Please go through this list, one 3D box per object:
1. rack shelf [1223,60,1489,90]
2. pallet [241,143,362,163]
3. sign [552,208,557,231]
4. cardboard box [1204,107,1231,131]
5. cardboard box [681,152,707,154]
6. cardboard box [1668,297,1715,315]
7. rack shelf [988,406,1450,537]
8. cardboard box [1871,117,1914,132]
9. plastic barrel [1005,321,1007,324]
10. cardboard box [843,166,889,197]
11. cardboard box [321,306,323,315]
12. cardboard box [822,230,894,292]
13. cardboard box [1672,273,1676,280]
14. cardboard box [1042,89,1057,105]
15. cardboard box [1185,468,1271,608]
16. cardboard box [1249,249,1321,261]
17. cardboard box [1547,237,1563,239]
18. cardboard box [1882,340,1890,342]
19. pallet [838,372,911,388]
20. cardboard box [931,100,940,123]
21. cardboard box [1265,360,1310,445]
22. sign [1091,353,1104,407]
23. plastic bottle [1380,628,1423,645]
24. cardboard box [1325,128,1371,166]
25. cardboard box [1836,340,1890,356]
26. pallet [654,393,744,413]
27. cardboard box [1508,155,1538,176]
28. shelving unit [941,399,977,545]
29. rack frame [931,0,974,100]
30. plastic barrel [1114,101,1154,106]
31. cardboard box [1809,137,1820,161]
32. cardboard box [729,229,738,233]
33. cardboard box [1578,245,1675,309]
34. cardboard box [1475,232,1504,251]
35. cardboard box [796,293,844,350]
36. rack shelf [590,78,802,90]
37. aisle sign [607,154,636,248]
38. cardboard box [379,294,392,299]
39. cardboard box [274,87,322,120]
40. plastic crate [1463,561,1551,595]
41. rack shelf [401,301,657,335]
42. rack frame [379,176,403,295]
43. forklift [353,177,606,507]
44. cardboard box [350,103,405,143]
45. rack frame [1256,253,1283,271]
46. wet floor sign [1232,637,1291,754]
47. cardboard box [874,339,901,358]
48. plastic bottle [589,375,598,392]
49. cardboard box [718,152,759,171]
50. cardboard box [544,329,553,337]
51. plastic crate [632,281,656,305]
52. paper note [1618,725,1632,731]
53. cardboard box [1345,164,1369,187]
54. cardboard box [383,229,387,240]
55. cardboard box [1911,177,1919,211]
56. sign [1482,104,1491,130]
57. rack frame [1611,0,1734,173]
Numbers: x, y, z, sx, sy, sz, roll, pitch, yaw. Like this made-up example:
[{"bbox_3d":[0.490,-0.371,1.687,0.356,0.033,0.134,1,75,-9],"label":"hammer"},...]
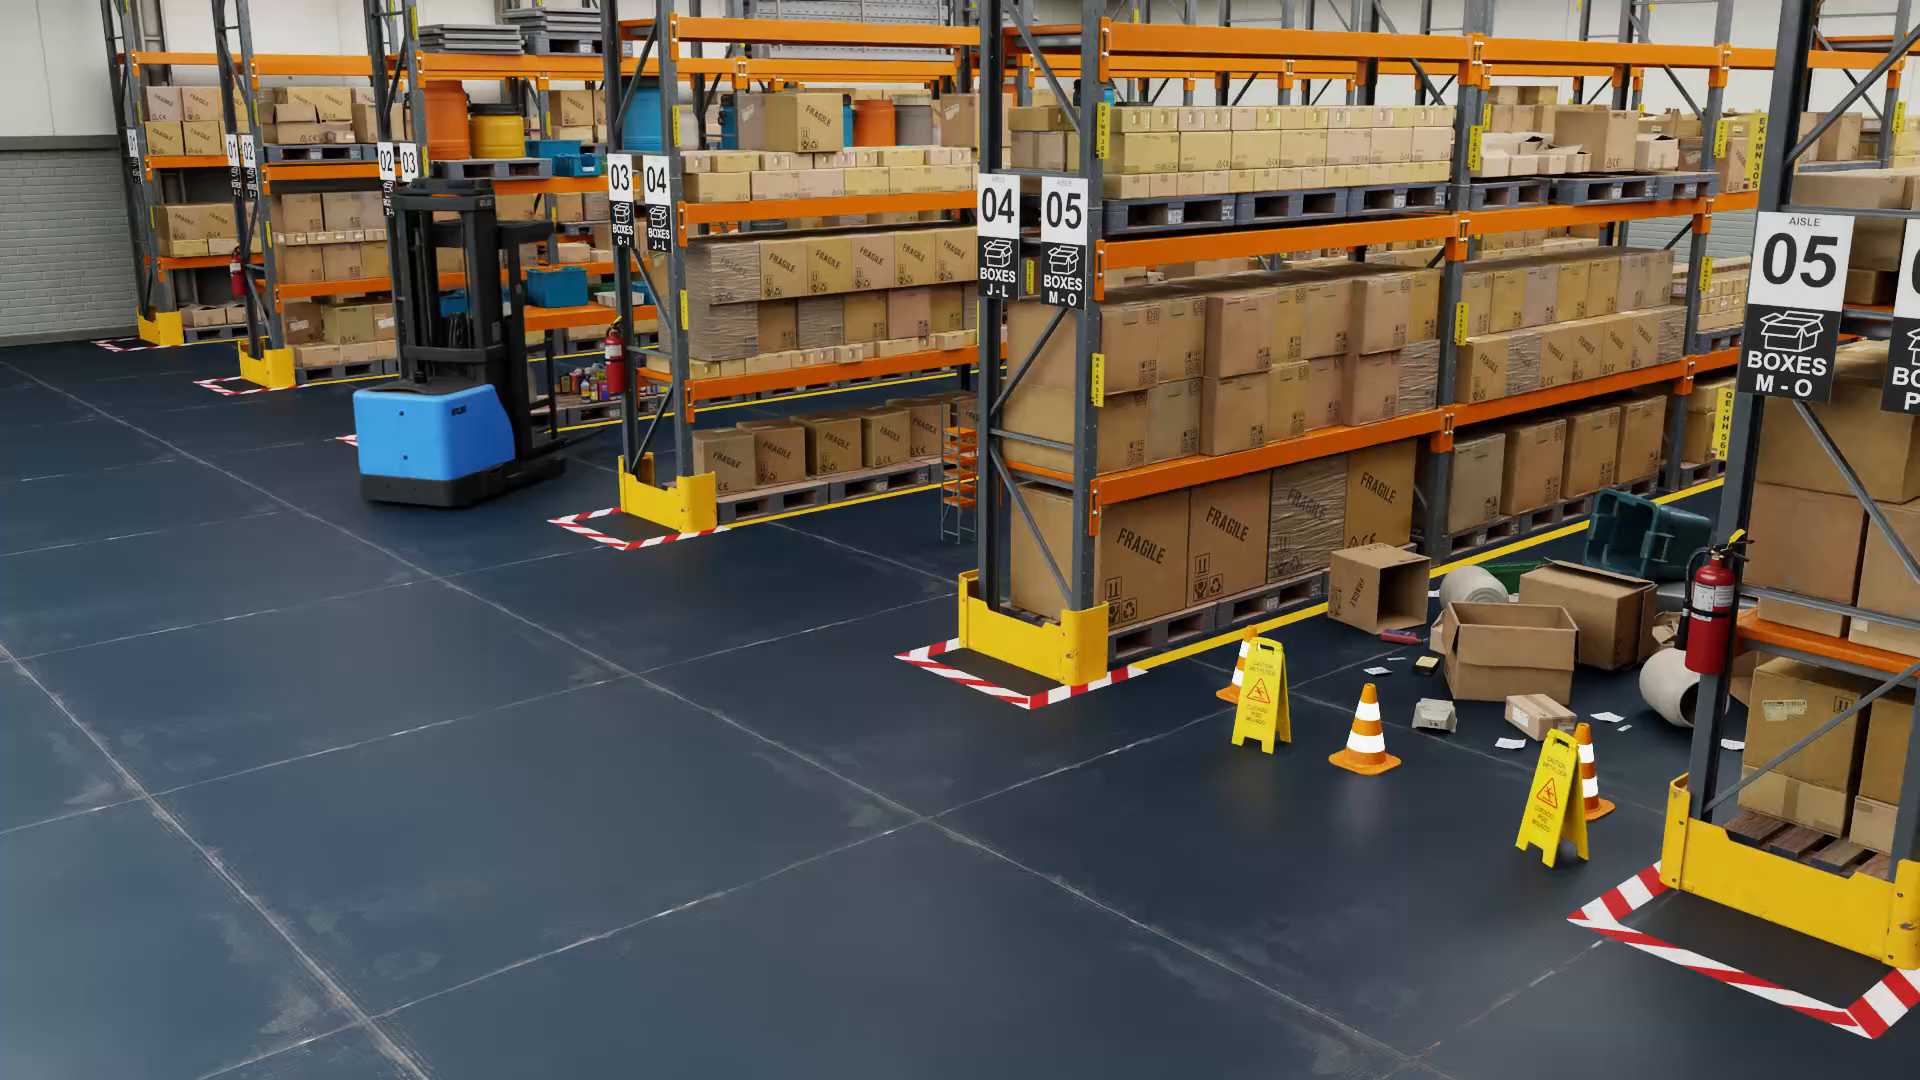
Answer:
[{"bbox_3d":[4.860,-5.680,20.246,4.000,0.370,1.077,-13,19,-39],"label":"rack shelf"},{"bbox_3d":[-8.634,-5.079,21.810,1.213,0.211,1.003,-13,19,-39],"label":"pallet"},{"bbox_3d":[-5.801,-4.584,23.768,0.005,0.325,0.100,-13,19,-39],"label":"sign"},{"bbox_3d":[1.530,-2.733,10.791,0.250,0.149,0.380,-12,19,-39],"label":"cardboard box"},{"bbox_3d":[-2.406,-3.327,14.598,0.250,0.149,0.380,-13,20,-41],"label":"cardboard box"},{"bbox_3d":[7.027,-2.269,16.029,0.250,0.149,0.380,-12,19,-37],"label":"cardboard box"},{"bbox_3d":[2.004,-0.637,12.216,4.000,0.370,1.077,-13,19,-39],"label":"rack shelf"},{"bbox_3d":[10.154,-4.531,18.138,0.250,0.149,0.380,-14,20,-42],"label":"cardboard box"},{"bbox_3d":[0.458,-3.189,23.766,0.708,0.830,0.600,-13,19,-39],"label":"plastic barrel"},{"bbox_3d":[-1.000,-3.297,15.260,0.500,0.250,0.500,-12,19,-38],"label":"cardboard box"},{"bbox_3d":[-10.641,-3.767,27.213,0.380,0.149,0.250,14,20,42],"label":"cardboard box"},{"bbox_3d":[-0.959,-2.598,15.456,0.500,0.500,0.500,-13,19,-39],"label":"cardboard box"},{"bbox_3d":[6.988,-2.629,16.799,0.250,0.149,0.380,-12,19,-38],"label":"cardboard box"},{"bbox_3d":[1.331,-7.918,30.137,0.500,0.500,0.700,-13,19,-39],"label":"cardboard box"},{"bbox_3d":[1.626,-0.099,12.113,0.875,0.875,0.875,-13,20,-40],"label":"cardboard box"},{"bbox_3d":[3.913,-3.637,19.917,0.637,0.503,0.797,-12,19,-38],"label":"cardboard box"},{"bbox_3d":[8.459,-4.292,24.220,0.500,0.250,0.500,-13,20,-40],"label":"cardboard box"},{"bbox_3d":[11.947,-2.447,21.155,0.250,0.149,0.380,-14,20,-42],"label":"cardboard box"},{"bbox_3d":[-1.430,-2.271,22.345,1.213,0.211,1.003,-13,19,-39],"label":"pallet"},{"bbox_3d":[-0.560,-7.268,28.634,0.600,0.600,0.600,14,20,42],"label":"cardboard box"},{"bbox_3d":[2.024,-1.056,12.099,0.500,0.550,0.875,-13,19,-39],"label":"cardboard box"},{"bbox_3d":[0.855,-0.993,10.325,0.005,0.325,0.100,-13,19,-39],"label":"sign"},{"bbox_3d":[3.089,0.678,11.592,0.283,0.061,0.133,8,17,28],"label":"plastic bottle"},{"bbox_3d":[2.550,-2.792,11.783,0.500,0.250,0.500,-13,20,-40],"label":"cardboard box"},{"bbox_3d":[4.767,-0.694,8.328,0.500,0.500,0.700,-13,20,-40],"label":"cardboard box"},{"bbox_3d":[-3.452,-1.817,20.645,1.213,0.211,1.003,-13,19,-39],"label":"pallet"},{"bbox_3d":[4.458,-3.030,13.447,0.380,0.149,0.250,-13,19,-39],"label":"cardboard box"},{"bbox_3d":[-0.011,-0.577,14.086,0.189,1.200,0.258,-13,19,-39],"label":"shelving unit"},{"bbox_3d":[-0.131,-8.489,28.593,0.127,3.000,1.000,-13,19,-39],"label":"rack frame"},{"bbox_3d":[2.562,-6.174,24.562,0.600,0.588,0.600,0,15,0],"label":"plastic barrel"},{"bbox_3d":[8.747,-4.179,17.631,0.500,0.311,0.500,-13,20,-40],"label":"cardboard box"},{"bbox_3d":[-3.452,-4.817,26.643,0.500,0.311,0.500,-11,19,-36],"label":"cardboard box"},{"bbox_3d":[6.186,-2.458,15.509,0.500,0.500,0.700,-13,20,-40],"label":"cardboard box"},{"bbox_3d":[6.898,-4.126,22.146,0.500,0.500,0.500,-13,19,-39],"label":"cardboard box"},{"bbox_3d":[-1.547,-2.093,15.502,0.500,0.500,0.875,-13,19,-39],"label":"cardboard box"},{"bbox_3d":[-4.895,-8.573,31.077,4.000,0.370,1.077,-13,19,-39],"label":"rack shelf"},{"bbox_3d":[-2.928,-2.932,14.378,0.004,0.787,0.394,-13,19,-39],"label":"aisle sign"},{"bbox_3d":[-7.852,-3.200,23.478,0.500,0.500,0.500,-13,19,-39],"label":"cardboard box"},{"bbox_3d":[-10.415,-6.866,26.160,0.500,0.500,0.500,-14,20,-41],"label":"cardboard box"},{"bbox_3d":[4.242,0.292,12.682,0.662,0.188,0.450,-3,5,-11],"label":"plastic crate"},{"bbox_3d":[-4.427,-2.584,19.505,4.000,0.370,1.077,-13,19,-39],"label":"rack shelf"},{"bbox_3d":[-9.421,-5.199,27.901,0.127,3.000,1.000,-13,19,-39],"label":"rack frame"},{"bbox_3d":[-4.609,-2.056,16.266,1.130,2.935,3.031,5,16,18],"label":"forklift"},{"bbox_3d":[-7.752,-5.554,22.138,0.500,0.500,0.500,-13,19,-39],"label":"cardboard box"},{"bbox_3d":[3.351,-2.984,19.608,0.127,3.000,1.000,-13,19,-39],"label":"rack frame"},{"bbox_3d":[1.774,0.882,9.697,0.267,0.644,0.232,12,19,37],"label":"wet floor sign"},{"bbox_3d":[-0.777,-1.840,15.812,0.250,0.149,0.380,-13,19,-39],"label":"cardboard box"},{"bbox_3d":[-4.429,-1.890,20.081,0.097,0.201,0.097,0,15,0],"label":"plastic bottle"},{"bbox_3d":[-1.956,-3.291,14.465,0.250,0.149,0.380,-13,20,-40],"label":"cardboard box"},{"bbox_3d":[-6.044,-3.236,25.068,0.500,0.250,0.500,-13,20,-40],"label":"cardboard box"},{"bbox_3d":[-3.574,-2.958,19.800,0.616,0.251,0.499,-13,19,-39],"label":"plastic crate"},{"bbox_3d":[4.001,1.130,10.000,0.123,0.001,0.032,-13,19,-39],"label":"paper note"},{"bbox_3d":[2.682,-2.606,11.862,0.250,0.149,0.380,-12,19,-38],"label":"cardboard box"},{"bbox_3d":[-7.776,-4.162,22.570,0.250,0.149,0.380,-13,20,-40],"label":"cardboard box"},{"bbox_3d":[4.223,-1.433,6.931,0.250,0.149,0.380,-13,20,-40],"label":"cardboard box"},{"bbox_3d":[6.732,-5.408,21.261,0.005,0.325,0.100,-13,19,-39],"label":"sign"},{"bbox_3d":[6.531,-4.899,15.154,0.127,3.000,1.000,-13,19,-39],"label":"rack frame"}]
